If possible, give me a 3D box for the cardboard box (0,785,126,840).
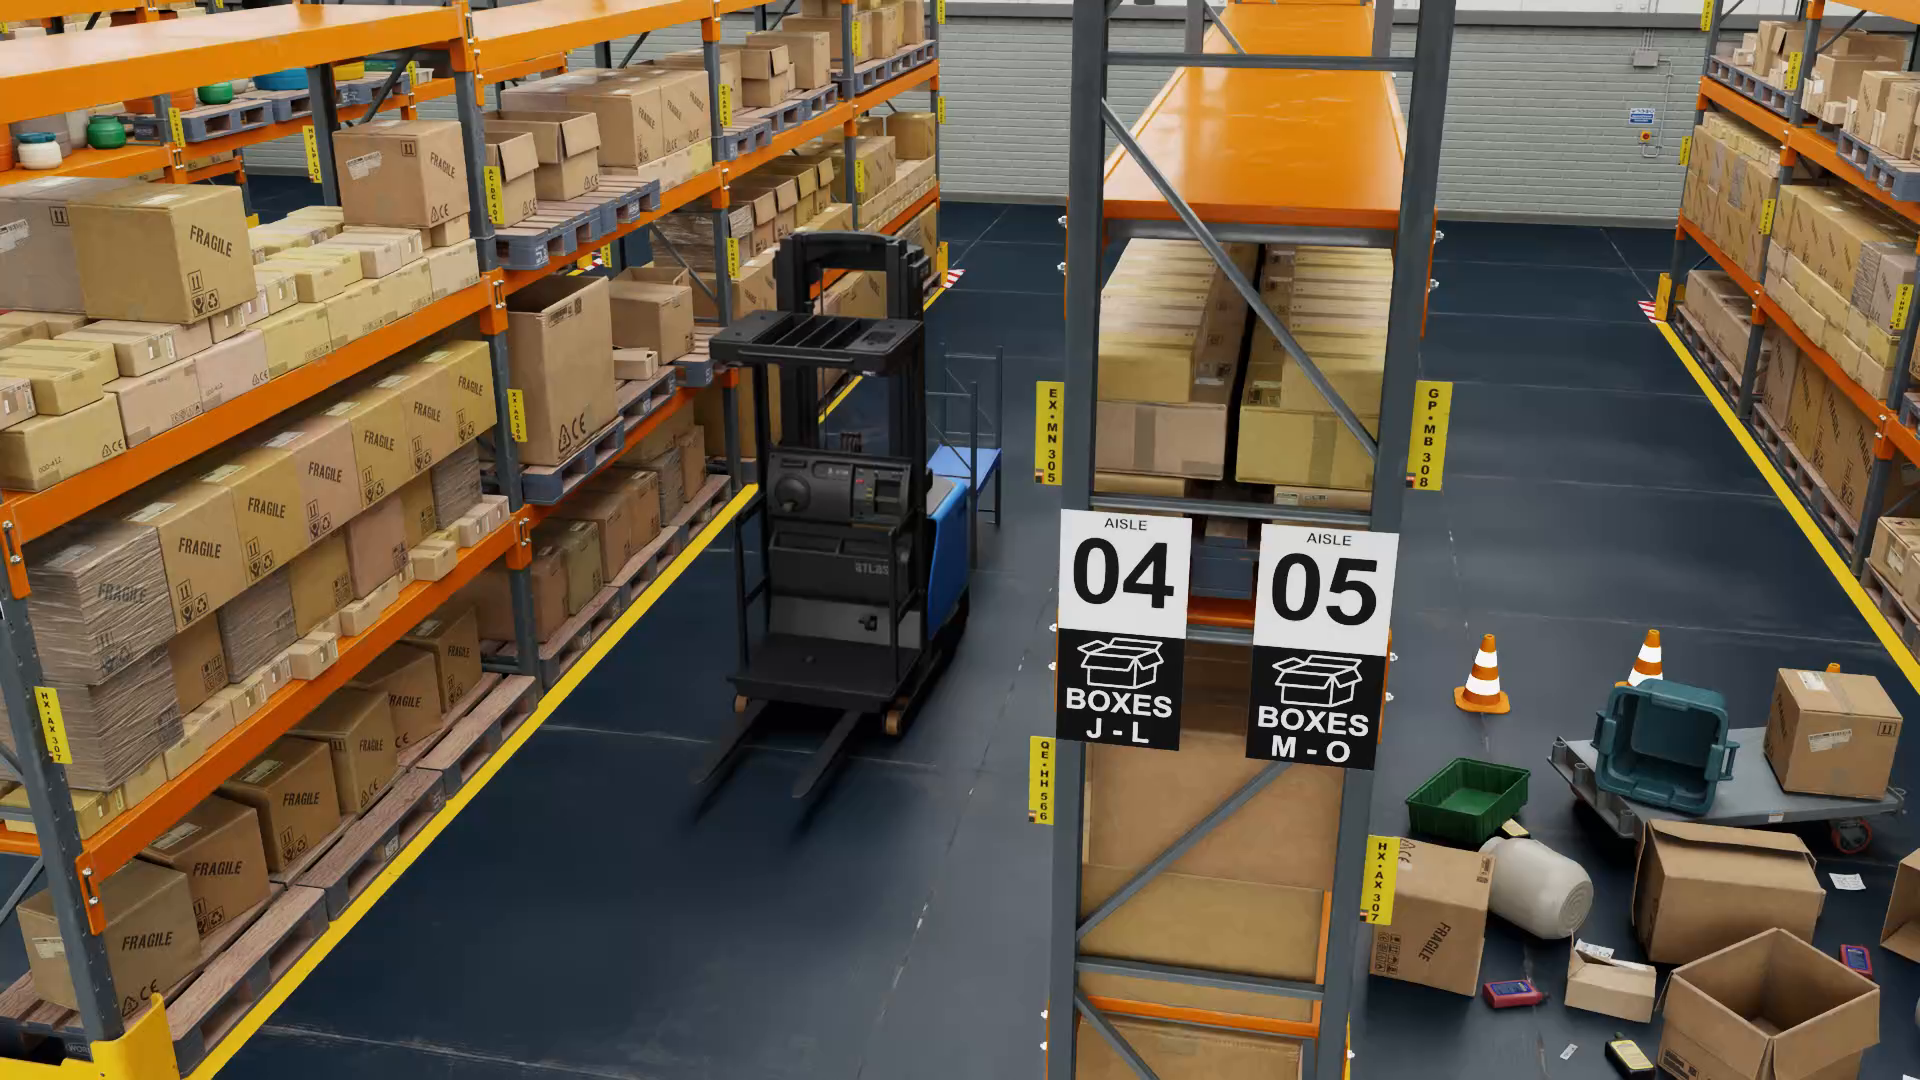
[{"bbox_3d":[-3.736,1.105,6.930,0.380,0.149,0.250,4,22,11],"label":"cardboard box"}]

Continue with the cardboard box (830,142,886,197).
[{"bbox_3d":[-1.122,-4.065,18.231,0.500,0.500,0.500,4,22,11],"label":"cardboard box"}]

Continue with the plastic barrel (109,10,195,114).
[{"bbox_3d":[-7.125,-4.221,14.668,0.600,0.830,0.708,4,22,11],"label":"plastic barrel"}]

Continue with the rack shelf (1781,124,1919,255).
[{"bbox_3d":[7.715,-2.885,13.449,1.077,0.370,4.000,4,22,11],"label":"rack shelf"}]

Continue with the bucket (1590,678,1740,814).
[{"bbox_3d":[3.853,1.066,9.039,0.726,0.611,0.620,13,15,29],"label":"bucket"}]

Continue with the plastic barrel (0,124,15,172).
[{"bbox_3d":[-7.757,-3.296,12.933,0.600,0.830,0.708,4,22,11],"label":"plastic barrel"}]

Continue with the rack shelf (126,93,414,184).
[{"bbox_3d":[-6.835,-4.018,16.262,1.077,0.370,4.000,4,22,11],"label":"rack shelf"}]

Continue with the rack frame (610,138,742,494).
[{"bbox_3d":[-2.395,-1.851,13.934,1.000,3.000,0.127,4,22,11],"label":"rack frame"}]

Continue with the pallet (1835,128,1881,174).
[{"bbox_3d":[7.611,-3.048,13.144,1.003,0.211,1.213,6,23,13],"label":"pallet"}]

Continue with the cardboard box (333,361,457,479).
[{"bbox_3d":[-3.134,-0.668,9.126,0.500,0.500,0.500,4,22,11],"label":"cardboard box"}]

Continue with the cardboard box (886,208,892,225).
[{"bbox_3d":[-0.982,-3.662,18.768,0.380,0.149,0.250,4,22,10],"label":"cardboard box"}]

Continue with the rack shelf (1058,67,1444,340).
[{"bbox_3d":[1.216,-1.505,6.544,1.077,0.370,4.000,4,22,11],"label":"rack shelf"}]

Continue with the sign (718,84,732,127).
[{"bbox_3d":[-1.864,-3.440,13.173,0.100,0.325,0.005,4,22,11],"label":"sign"}]

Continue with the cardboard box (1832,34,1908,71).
[{"bbox_3d":[8.449,-4.436,15.509,0.500,0.500,0.500,5,22,12],"label":"cardboard box"}]

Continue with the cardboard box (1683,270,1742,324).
[{"bbox_3d":[8.902,-2.779,19.105,0.875,0.438,0.875,4,22,9],"label":"cardboard box"}]

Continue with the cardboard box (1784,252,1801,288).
[{"bbox_3d":[7.678,-2.388,14.800,0.500,0.250,0.500,5,22,12],"label":"cardboard box"}]

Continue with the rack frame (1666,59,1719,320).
[{"bbox_3d":[8.939,-4.021,19.323,1.000,3.000,0.127,4,22,11],"label":"rack frame"}]

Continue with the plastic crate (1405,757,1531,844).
[{"bbox_3d":[2.871,1.468,9.380,0.450,0.188,0.662,7,21,42],"label":"plastic crate"}]

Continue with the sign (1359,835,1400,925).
[{"bbox_3d":[1.350,1.096,5.352,0.100,0.325,0.005,4,22,11],"label":"sign"}]

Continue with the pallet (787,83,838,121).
[{"bbox_3d":[-1.717,-4.277,16.200,0.805,0.209,1.217,4,22,9],"label":"pallet"}]

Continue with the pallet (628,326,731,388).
[{"bbox_3d":[-2.436,-1.493,13.303,1.213,0.211,1.003,4,22,11],"label":"pallet"}]

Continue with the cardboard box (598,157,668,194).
[{"bbox_3d":[-2.445,-2.614,12.015,0.500,0.250,0.500,5,22,12],"label":"cardboard box"}]

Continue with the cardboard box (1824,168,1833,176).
[{"bbox_3d":[8.478,-3.560,15.837,0.380,0.149,0.250,5,22,12],"label":"cardboard box"}]

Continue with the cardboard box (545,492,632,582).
[{"bbox_3d":[-2.835,-0.033,12.178,0.700,0.500,0.500,3,22,6],"label":"cardboard box"}]

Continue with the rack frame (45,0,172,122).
[{"bbox_3d":[-7.244,-5.011,13.751,1.000,3.000,0.127,4,22,11],"label":"rack frame"}]

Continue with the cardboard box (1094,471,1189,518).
[{"bbox_3d":[0.544,-0.174,5.394,0.380,0.149,0.250,4,22,11],"label":"cardboard box"}]

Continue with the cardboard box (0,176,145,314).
[{"bbox_3d":[-3.959,-1.319,7.397,0.500,0.500,0.500,4,22,11],"label":"cardboard box"}]

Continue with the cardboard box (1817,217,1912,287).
[{"bbox_3d":[7.471,-2.369,13.747,0.500,0.500,0.500,4,22,10],"label":"cardboard box"}]

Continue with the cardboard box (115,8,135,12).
[{"bbox_3d":[-10.730,-6.878,20.930,0.700,0.500,0.500,4,22,11],"label":"cardboard box"}]

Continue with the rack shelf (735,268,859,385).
[{"bbox_3d":[-1.987,-2.249,15.885,1.077,0.370,4.000,4,22,11],"label":"rack shelf"}]

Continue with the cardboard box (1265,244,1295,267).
[{"bbox_3d":[1.567,-1.107,7.178,0.500,0.250,0.500,4,22,10],"label":"cardboard box"}]

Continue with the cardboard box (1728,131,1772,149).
[{"bbox_3d":[8.238,-4.160,17.326,0.380,0.149,0.250,4,22,10],"label":"cardboard box"}]

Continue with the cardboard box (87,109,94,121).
[{"bbox_3d":[-10.799,-4.920,20.083,0.500,0.500,0.500,4,22,9],"label":"cardboard box"}]

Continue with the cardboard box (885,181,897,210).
[{"bbox_3d":[-1.020,-3.905,18.838,0.500,0.250,0.500,5,22,12],"label":"cardboard box"}]

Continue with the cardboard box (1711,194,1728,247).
[{"bbox_3d":[8.277,-3.358,17.542,0.500,0.500,0.500,5,23,13],"label":"cardboard box"}]

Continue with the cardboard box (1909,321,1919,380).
[{"bbox_3d":[6.988,-1.328,11.541,0.500,0.500,0.500,4,22,9],"label":"cardboard box"}]

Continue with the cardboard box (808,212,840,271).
[{"bbox_3d":[-1.514,-2.988,16.623,0.500,0.500,0.500,5,23,13],"label":"cardboard box"}]

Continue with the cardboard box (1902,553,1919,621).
[{"bbox_3d":[7.039,0.405,11.288,0.950,0.372,0.625,4,22,10],"label":"cardboard box"}]

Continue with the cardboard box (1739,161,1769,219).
[{"bbox_3d":[8.060,-3.447,16.425,0.500,0.500,0.500,4,22,10],"label":"cardboard box"}]

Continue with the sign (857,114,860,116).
[{"bbox_3d":[-1.304,-5.260,21.133,0.100,0.325,0.005,4,22,11],"label":"sign"}]

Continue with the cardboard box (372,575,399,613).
[{"bbox_3d":[-3.271,0.283,8.972,0.380,0.149,0.250,4,22,11],"label":"cardboard box"}]

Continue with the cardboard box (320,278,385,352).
[{"bbox_3d":[-3.264,-1.146,8.370,0.500,0.250,0.500,4,22,11],"label":"cardboard box"}]

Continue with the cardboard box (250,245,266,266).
[{"bbox_3d":[-3.790,-1.416,8.505,0.380,0.149,0.250,4,22,10],"label":"cardboard box"}]

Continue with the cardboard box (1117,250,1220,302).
[{"bbox_3d":[0.804,-1.010,6.404,0.380,0.149,0.250,4,22,10],"label":"cardboard box"}]

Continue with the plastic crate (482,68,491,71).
[{"bbox_3d":[-5.790,-5.649,19.702,0.437,0.136,0.530,4,22,11],"label":"plastic crate"}]

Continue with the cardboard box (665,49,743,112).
[{"bbox_3d":[-2.251,-4.034,14.645,0.500,0.500,0.500,6,23,14],"label":"cardboard box"}]

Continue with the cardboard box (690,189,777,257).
[{"bbox_3d":[-2.094,-2.867,14.980,0.797,0.503,0.637,5,22,12],"label":"cardboard box"}]

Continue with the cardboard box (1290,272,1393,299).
[{"bbox_3d":[1.396,-0.866,6.045,0.380,0.149,0.250,4,22,10],"label":"cardboard box"}]

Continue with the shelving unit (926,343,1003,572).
[{"bbox_3d":[-0.017,-0.664,12.996,0.538,1.500,1.048,4,22,11],"label":"shelving unit"}]

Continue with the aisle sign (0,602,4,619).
[{"bbox_3d":[-3.746,-0.086,6.071,0.394,0.787,0.004,4,22,11],"label":"aisle sign"}]

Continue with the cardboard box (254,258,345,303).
[{"bbox_3d":[-3.258,-1.272,8.147,0.380,0.149,0.250,6,23,13],"label":"cardboard box"}]

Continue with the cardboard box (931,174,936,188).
[{"bbox_3d":[-0.513,-4.505,20.860,0.380,0.149,0.250,5,22,12],"label":"cardboard box"}]

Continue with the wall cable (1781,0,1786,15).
[{"bbox_3d":[10.560,-8.848,23.276,2.355,3.000,0.029,4,22,11],"label":"wall cable"}]

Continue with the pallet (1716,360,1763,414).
[{"bbox_3d":[8.355,-1.537,16.887,1.003,0.211,1.213,4,22,11],"label":"pallet"}]

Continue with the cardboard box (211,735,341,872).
[{"bbox_3d":[-3.649,1.364,8.736,0.500,0.500,0.500,7,23,16],"label":"cardboard box"}]

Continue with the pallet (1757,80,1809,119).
[{"bbox_3d":[8.300,-4.207,15.888,1.003,0.211,1.213,4,22,11],"label":"pallet"}]

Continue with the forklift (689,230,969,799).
[{"bbox_3d":[-0.811,-0.303,10.182,1.130,2.935,3.031,6,23,14],"label":"forklift"}]
